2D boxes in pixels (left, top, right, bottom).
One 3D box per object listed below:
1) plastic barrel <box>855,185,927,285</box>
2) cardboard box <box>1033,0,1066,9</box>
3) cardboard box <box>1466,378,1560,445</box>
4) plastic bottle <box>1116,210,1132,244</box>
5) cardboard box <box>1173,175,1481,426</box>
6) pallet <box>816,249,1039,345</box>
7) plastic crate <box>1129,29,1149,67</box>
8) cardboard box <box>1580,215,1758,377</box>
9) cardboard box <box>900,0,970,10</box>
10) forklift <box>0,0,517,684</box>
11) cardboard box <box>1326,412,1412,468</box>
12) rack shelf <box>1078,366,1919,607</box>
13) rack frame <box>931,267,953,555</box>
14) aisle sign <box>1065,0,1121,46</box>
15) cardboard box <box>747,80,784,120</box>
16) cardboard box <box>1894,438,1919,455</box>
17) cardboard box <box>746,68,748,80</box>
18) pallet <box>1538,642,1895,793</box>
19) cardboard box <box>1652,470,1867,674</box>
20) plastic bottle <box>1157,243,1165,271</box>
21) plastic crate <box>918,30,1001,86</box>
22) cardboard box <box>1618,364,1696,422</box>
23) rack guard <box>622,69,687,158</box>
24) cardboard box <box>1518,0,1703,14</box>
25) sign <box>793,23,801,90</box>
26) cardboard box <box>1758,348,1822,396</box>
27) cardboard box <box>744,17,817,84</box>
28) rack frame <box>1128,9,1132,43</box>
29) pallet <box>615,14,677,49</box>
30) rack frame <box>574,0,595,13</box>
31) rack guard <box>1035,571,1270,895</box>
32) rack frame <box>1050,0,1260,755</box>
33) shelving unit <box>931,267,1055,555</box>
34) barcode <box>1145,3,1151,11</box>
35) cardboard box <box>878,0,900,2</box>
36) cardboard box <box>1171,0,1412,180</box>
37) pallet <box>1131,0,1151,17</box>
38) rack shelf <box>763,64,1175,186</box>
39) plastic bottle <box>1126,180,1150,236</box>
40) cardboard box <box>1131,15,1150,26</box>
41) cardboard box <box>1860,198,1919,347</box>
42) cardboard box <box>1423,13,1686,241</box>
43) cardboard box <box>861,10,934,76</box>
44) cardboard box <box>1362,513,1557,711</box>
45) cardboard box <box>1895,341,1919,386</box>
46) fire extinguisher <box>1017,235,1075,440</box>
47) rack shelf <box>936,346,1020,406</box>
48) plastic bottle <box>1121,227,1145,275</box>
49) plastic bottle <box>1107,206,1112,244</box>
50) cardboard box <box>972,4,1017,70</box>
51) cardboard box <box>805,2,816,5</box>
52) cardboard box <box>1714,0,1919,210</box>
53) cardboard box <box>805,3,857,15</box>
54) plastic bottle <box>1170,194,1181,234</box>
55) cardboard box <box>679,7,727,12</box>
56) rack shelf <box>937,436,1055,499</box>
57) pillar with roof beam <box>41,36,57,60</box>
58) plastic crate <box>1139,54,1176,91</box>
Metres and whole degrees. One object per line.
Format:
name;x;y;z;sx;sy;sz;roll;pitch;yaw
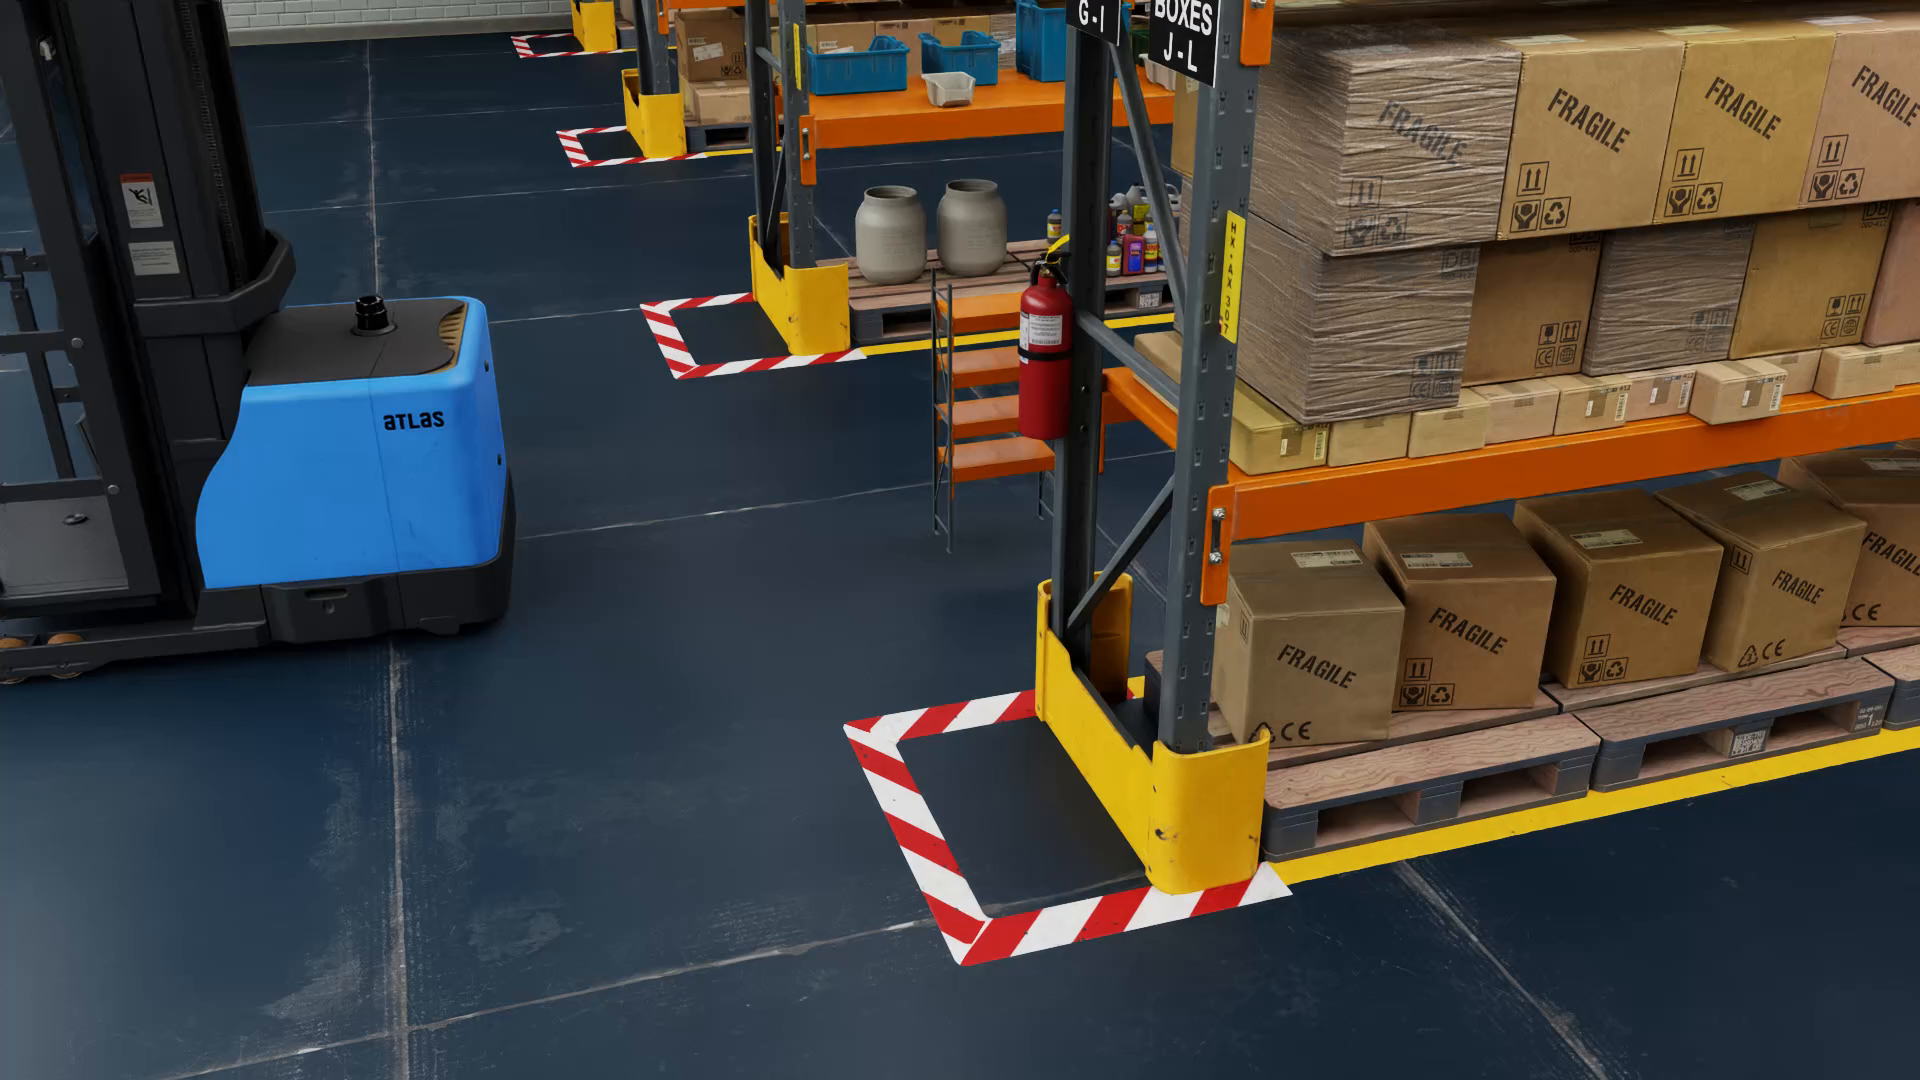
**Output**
plastic barrel;-0.405;-1.805;9.838;0.421;0.512;0.421;0;26;0
cardboard box;0.728;-4.615;14.949;0.500;0.500;0.500;-8;28;-16
cardboard box;1.588;-0.438;5.041;0.250;0.149;0.380;-8;28;-16
plastic bottle;1.039;-1.982;10.522;0.097;0.201;0.097;0;26;0
cardboard box;1.058;-0.756;4.953;0.500;0.500;0.875;-8;28;-16
pallet;-0.176;-1.499;10.033;1.213;0.211;1.003;-8;28;-16
plastic crate;1.418;-2.997;10.151;0.662;0.188;0.450;-8;28;-16
cardboard box;1.985;-0.927;5.296;0.500;0.500;0.875;-8;28;-16
cardboard box;-0.223;-4.477;14.672;0.500;0.500;0.500;-8;28;-16
forklift;-3.347;-1.034;6.037;3.031;2.935;1.130;-5;27;-10
cardboard box;1.115;-0.366;4.897;0.250;0.149;0.380;-8;28;-16
rack shelf;2.428;-0.467;5.627;4.000;0.370;1.077;-8;28;-16
rack frame;-0.075;-0.527;6.961;0.015;1.200;0.240;-8;28;-16
aisle sign;0.374;-1.797;4.573;0.004;0.787;0.394;-8;28;-16
cardboard box;-1.485;-3.710;13.970;0.500;0.250;0.500;-8;28;-16
cardboard box;3.937;-0.095;6.408;0.500;0.500;0.500;-9;28;-18
cardboard box;-1.648;-3.932;14.418;0.500;0.250;0.500;-8;28;-16
pallet;2.540;0.461;6.084;1.213;0.211;1.003;-8;28;-16
cardboard box;2.829;0.105;6.003;0.500;0.500;0.500;-11;28;-21
plastic bottle;1.234;-1.762;10.000;0.097;0.271;0.097;0;26;0
plastic crate;-0.005;-2.824;9.733;0.408;0.251;0.499;-8;28;-16
cardboard box;2.058;-0.515;5.197;0.250;0.149;0.380;-8;28;-16
rack guard;-2.561;-3.580;13.900;0.348;0.500;1.175;-8;28;-16
cardboard box;1.923;-1.459;5.245;0.500;0.500;0.500;-8;28;-16
sign;-0.841;-2.499;8.599;0.005;0.325;0.100;-8;28;-16
cardboard box;2.524;-0.596;5.360;0.250;0.149;0.380;-8;28;-16
cardboard box;-1.484;-4.045;13.801;0.500;0.500;0.500;-8;28;-16
rack frame;1.265;-5.254;14.460;0.127;3.000;1.000;-8;28;-16
pallet;-3.220;-5.656;18.405;1.213;0.211;1.003;-8;28;-16
rack frame;-4.075;-6.797;17.568;0.127;3.000;1.000;-8;28;-16
rack guard;0.599;0.595;5.489;0.348;0.500;1.175;-8;28;-16
rack frame;0.526;-0.514;4.912;0.127;3.000;1.000;-8;28;-16
shelving unit;0.157;-0.560;7.029;0.503;1.200;0.258;-8;28;-16
barcode;1.637;-4.621;14.421;0.075;0.075;0.001;-8;28;-16
cardboard box;-0.771;-6.190;19.036;0.250;0.166;0.380;-12;29;-23
cardboard box;0.973;-1.320;4.965;0.500;0.500;0.500;-8;28;-16
pallet;1.630;-6.376;19.857;1.213;0.211;1.003;-8;28;-16
rack shelf;0.894;-2.562;9.845;4.000;0.370;1.077;-8;28;-16
plastic bottle;1.139;-2.124;10.639;0.185;0.351;0.144;-7;27;-14
cardboard box;1.562;-4.639;15.210;0.500;0.311;0.500;-8;28;-16
cardboard box;2.952;-1.042;5.528;0.500;0.500;0.875;-8;28;-16
cardboard box;1.611;-1.166;4.655;0.500;0.500;0.500;-8;28;-16
cardboard box;-0.532;-4.181;14.075;0.500;0.500;0.500;-8;28;-16
cardboard box;1.683;0.242;5.729;0.500;0.500;0.500;-1;26;-3
cardboard box;3.012;-0.647;5.463;0.250;0.149;0.380;-8;28;-16
fire extinguisher;0.275;-0.659;5.290;0.183;0.674;0.296;-8;28;-16
rack shelf;0.157;-0.700;6.960;0.480;0.148;0.258;-8;28;-16
plastic bottle;1.034;-1.730;9.922;0.133;0.283;0.061;-8;27;-15
plastic bottle;0.885;-2.005;10.476;0.133;0.283;0.061;-8;28;-16
cardboard box;0.413;-4.326;14.368;0.500;0.500;0.500;-8;28;-16
cardboard box;-1.799;-6.056;18.787;0.250;0.149;0.380;-11;28;-20
cardboard box;2.560;-1.307;4.939;0.500;0.500;0.500;-8;28;-16
cardboard box;-1.174;-4.339;14.394;0.500;0.500;0.500;-8;28;-16
plastic bottle;1.386;-2.057;10.588;0.135;0.276;0.152;-8;28;-16
cardboard box;-2.848;-5.926;18.342;0.500;0.311;0.500;-6;27;-12
rack shelf;0.157;-0.322;7.147;0.480;0.148;0.258;-8;28;-16
pillar with roof beam;-8.050;-7.300;11.834;0.400;9.000;9.100;-8;28;-16
plastic crate;1.330;-2.710;9.633;0.437;0.136;0.530;-8;28;-16
